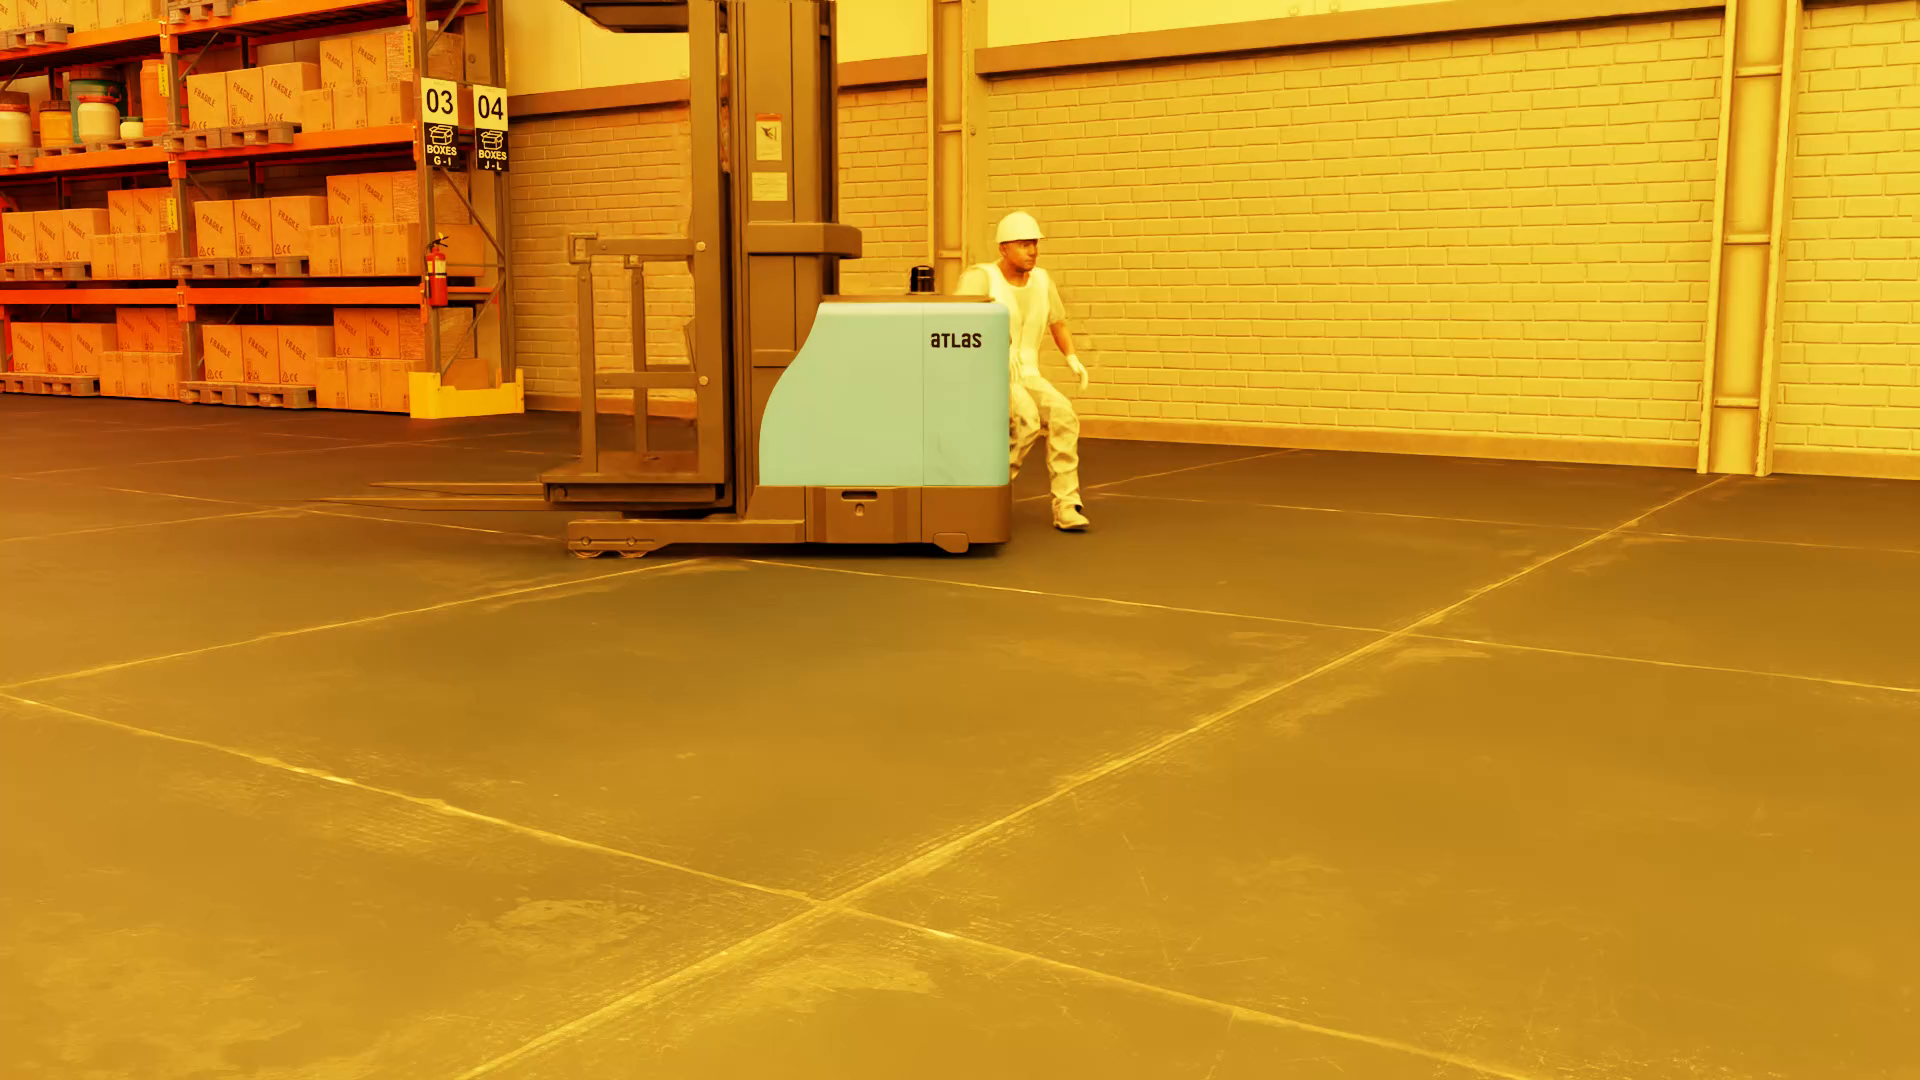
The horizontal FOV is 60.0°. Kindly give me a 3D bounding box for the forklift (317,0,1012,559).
[{"bbox_3d":[-1.282,-1.446,7.361,3.031,2.935,1.130,0,8,2],"label":"forklift"}]

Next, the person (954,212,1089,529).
[{"bbox_3d":[0.381,-0.812,8.117,0.805,1.569,0.897,-7,10,-39],"label":"person"}]
